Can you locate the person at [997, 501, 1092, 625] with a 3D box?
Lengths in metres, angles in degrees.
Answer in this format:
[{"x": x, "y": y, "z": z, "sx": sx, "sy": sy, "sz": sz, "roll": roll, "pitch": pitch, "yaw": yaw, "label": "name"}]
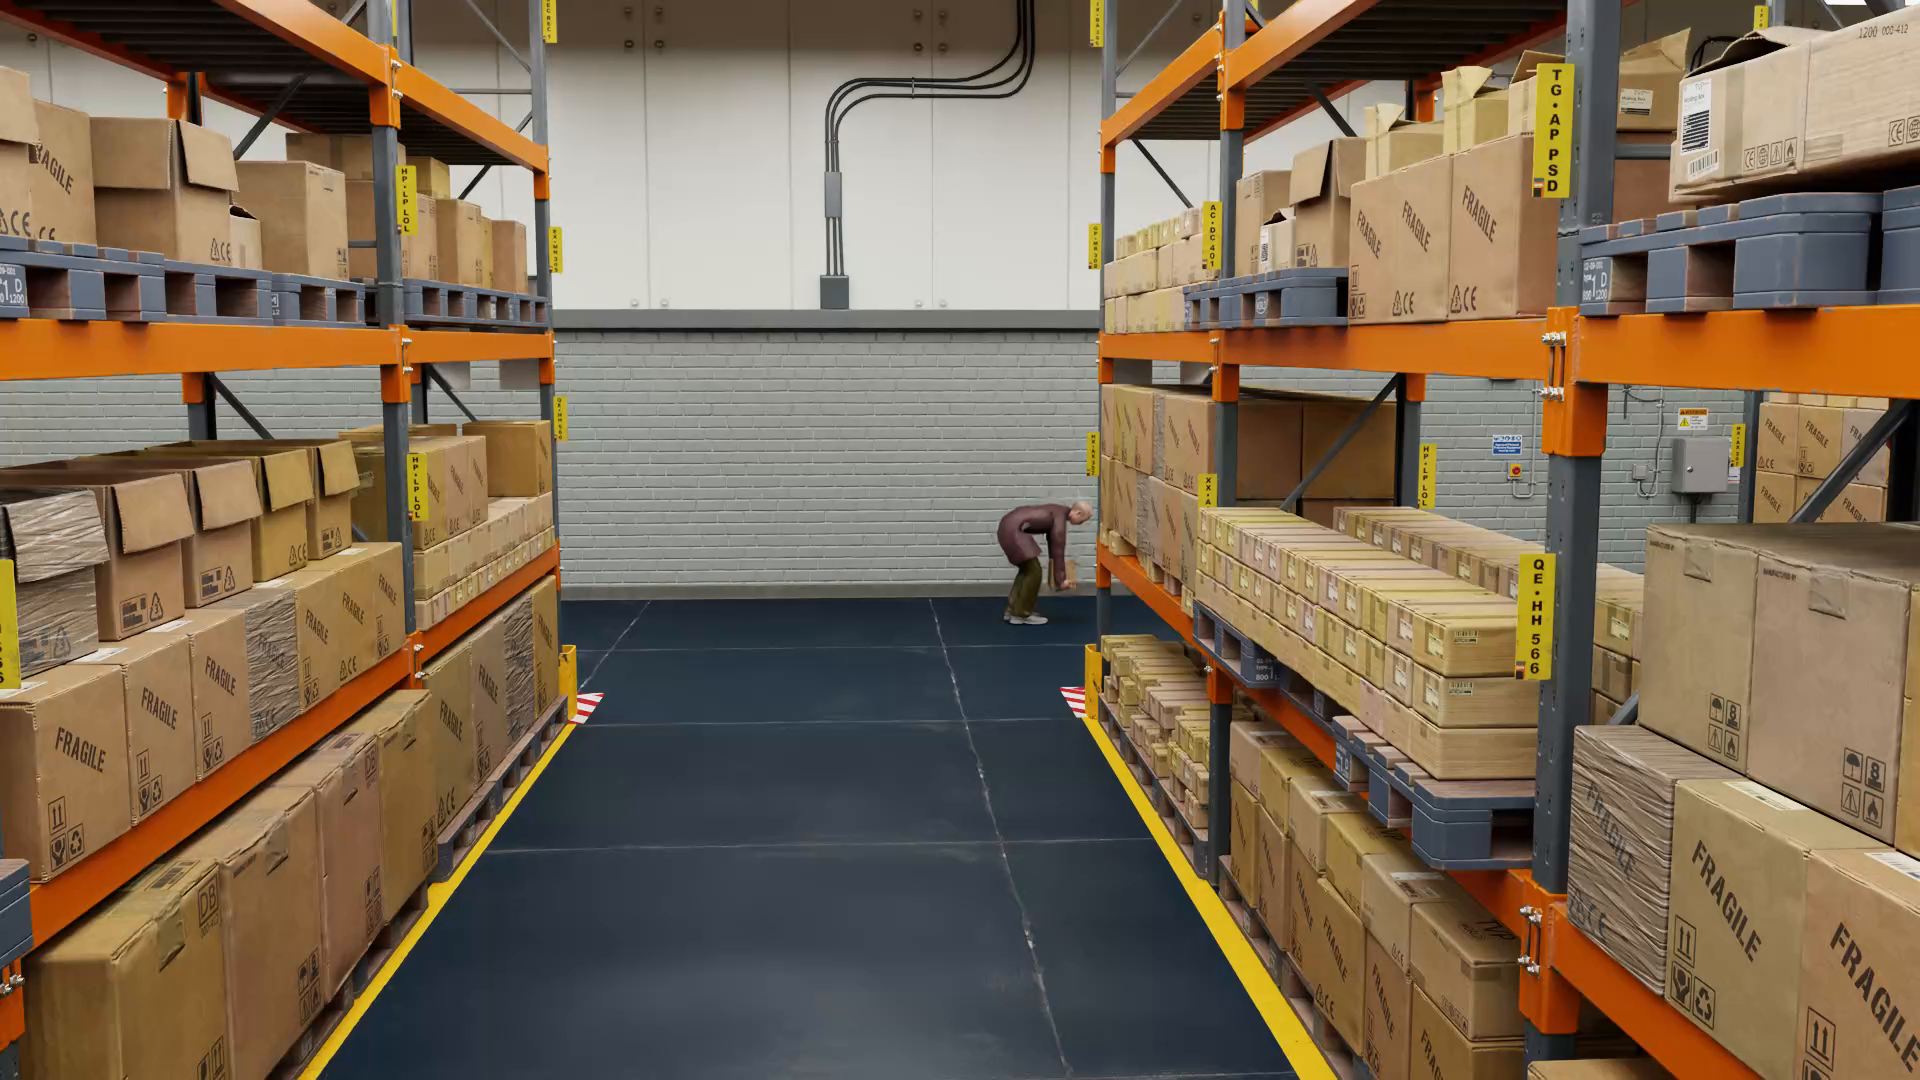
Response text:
[{"x": 0.834, "y": 0.219, "z": 16.409, "sx": 0.939, "sy": 1.203, "sz": 0.559, "roll": -1, "pitch": 7, "yaw": -6, "label": "person"}]
